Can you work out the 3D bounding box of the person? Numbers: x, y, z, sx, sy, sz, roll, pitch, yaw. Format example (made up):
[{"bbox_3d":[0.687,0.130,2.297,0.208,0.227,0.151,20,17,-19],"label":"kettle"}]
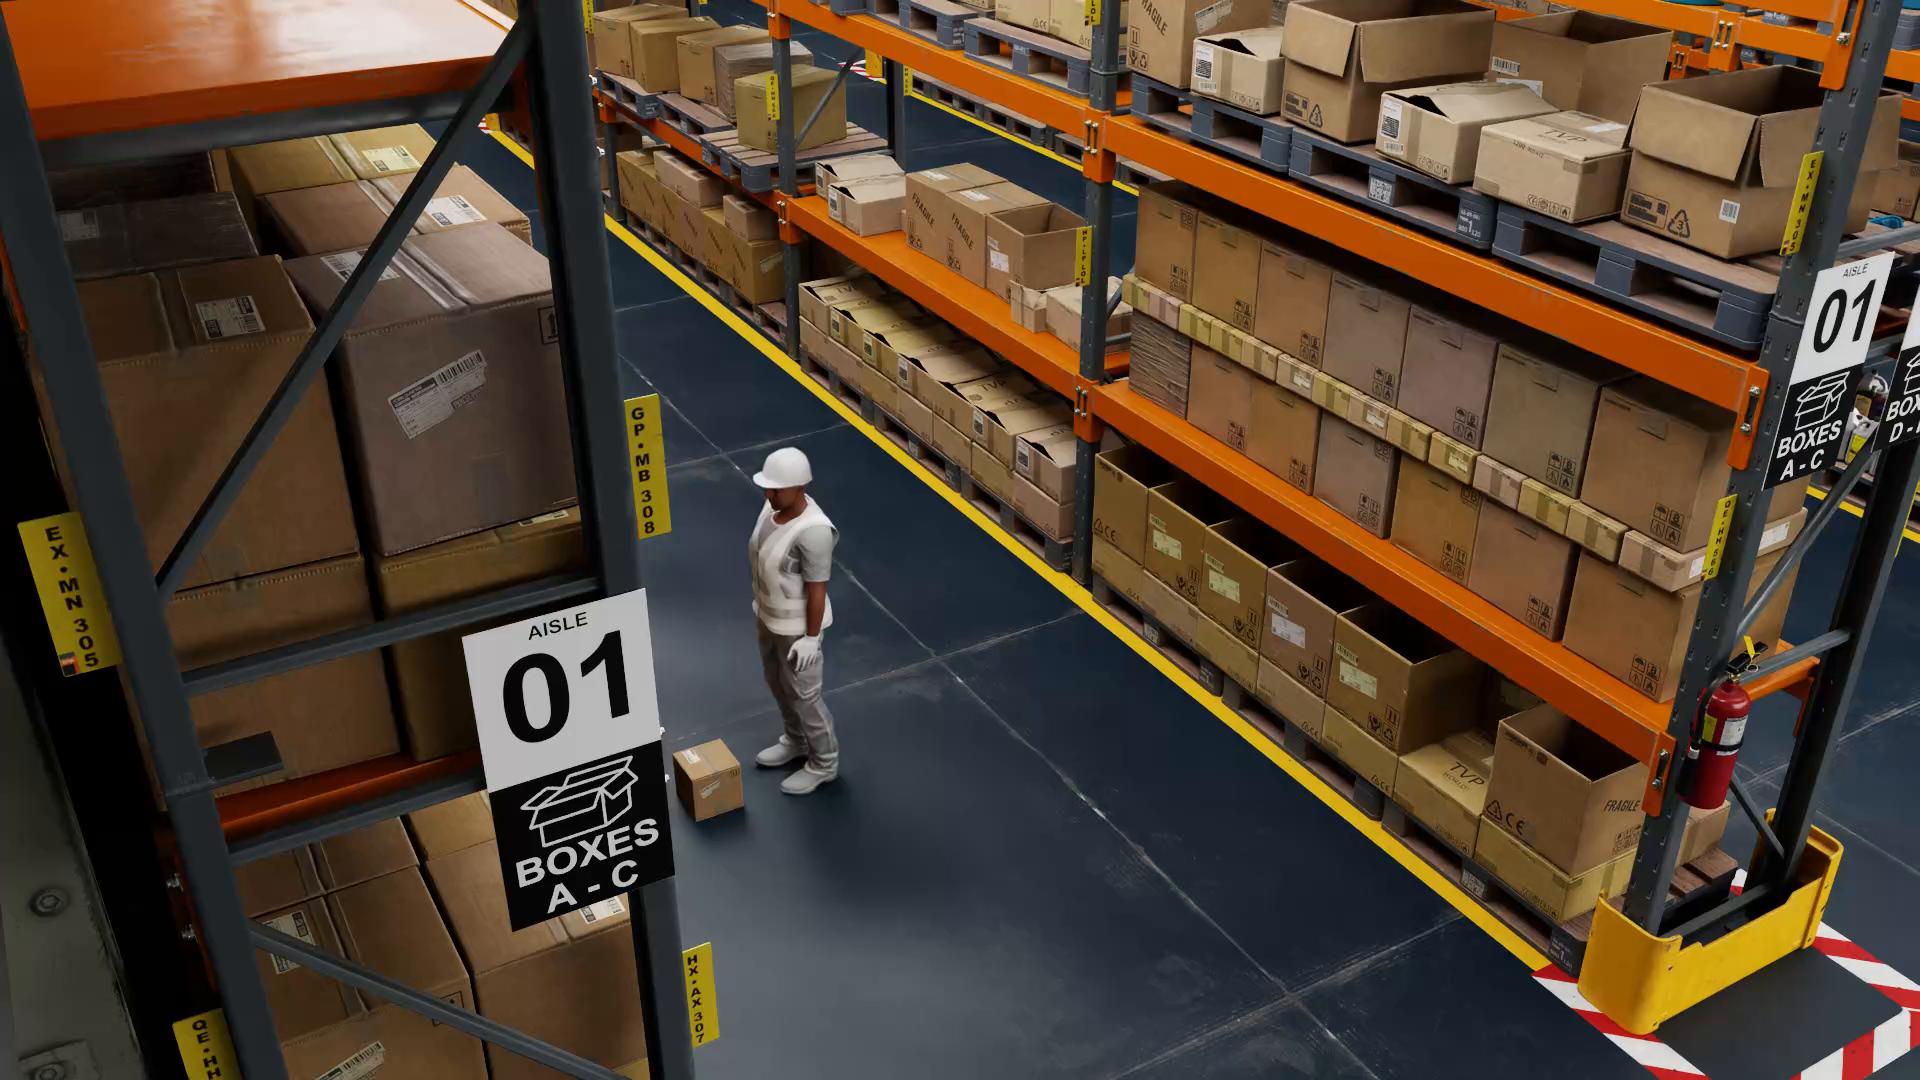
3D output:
[{"bbox_3d":[-0.791,0.374,7.867,0.361,1.780,0.542,-15,32,-25],"label":"person"}]
